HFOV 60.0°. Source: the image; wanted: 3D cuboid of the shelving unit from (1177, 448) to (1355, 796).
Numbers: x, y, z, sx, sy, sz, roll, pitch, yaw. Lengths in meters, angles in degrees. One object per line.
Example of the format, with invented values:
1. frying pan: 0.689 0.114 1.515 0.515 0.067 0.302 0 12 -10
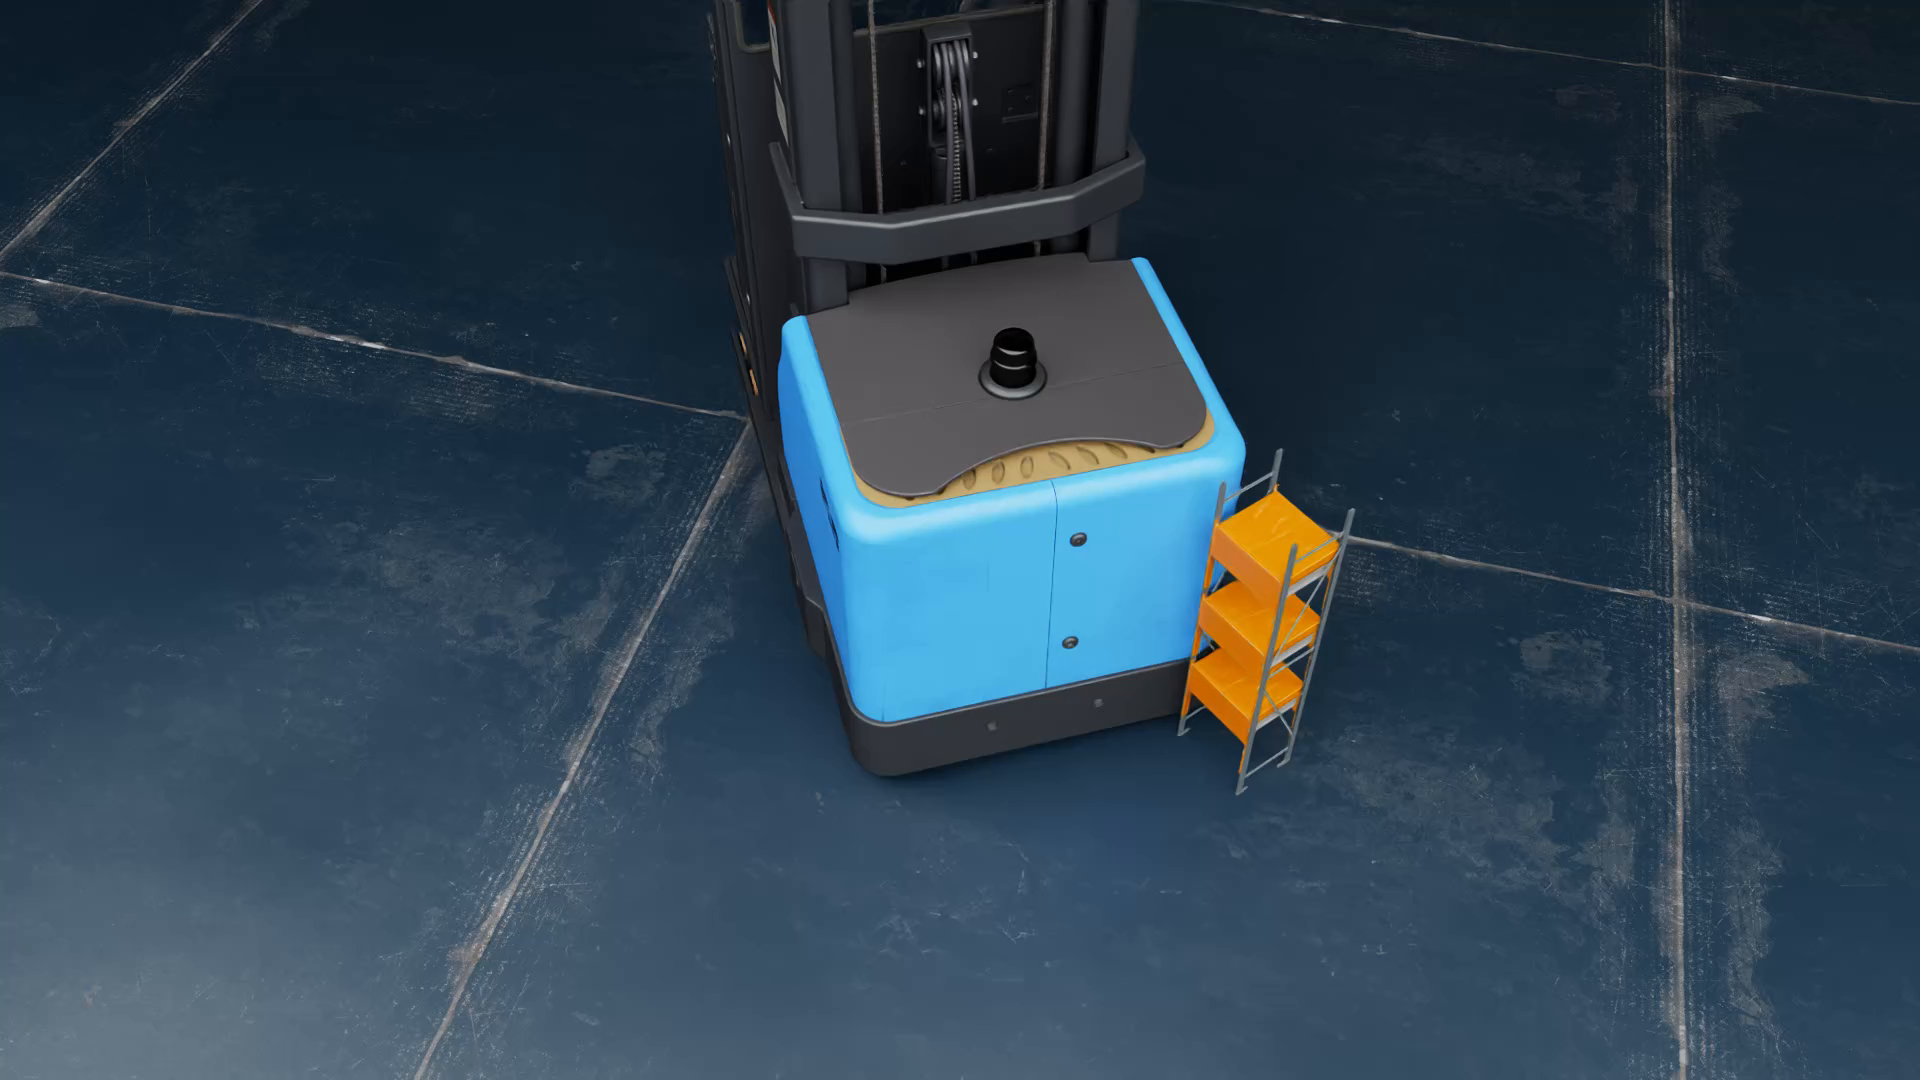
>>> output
1. shelving unit: 0.775 0.244 4.334 0.215 1.050 0.252 -29 55 -23

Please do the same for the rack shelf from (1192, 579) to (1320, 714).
1. rack shelf: 0.775 0.251 4.342 0.215 0.259 0.240 -29 55 -23

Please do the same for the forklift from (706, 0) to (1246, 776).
1. forklift: -0.156 -1.452 4.576 1.130 2.935 3.031 -11 50 -10

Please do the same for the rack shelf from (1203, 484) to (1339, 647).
1. rack shelf: 0.775 0.063 4.130 0.215 0.259 0.240 -29 55 -23

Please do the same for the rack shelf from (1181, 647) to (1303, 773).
1. rack shelf: 0.775 0.435 4.551 0.215 0.259 0.240 -29 55 -23

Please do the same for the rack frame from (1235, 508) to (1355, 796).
1. rack frame: 0.848 0.318 4.269 0.200 1.050 0.008 -29 55 -23

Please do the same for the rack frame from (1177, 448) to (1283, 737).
1. rack frame: 0.703 0.170 4.399 0.200 1.050 0.008 -29 55 -23
